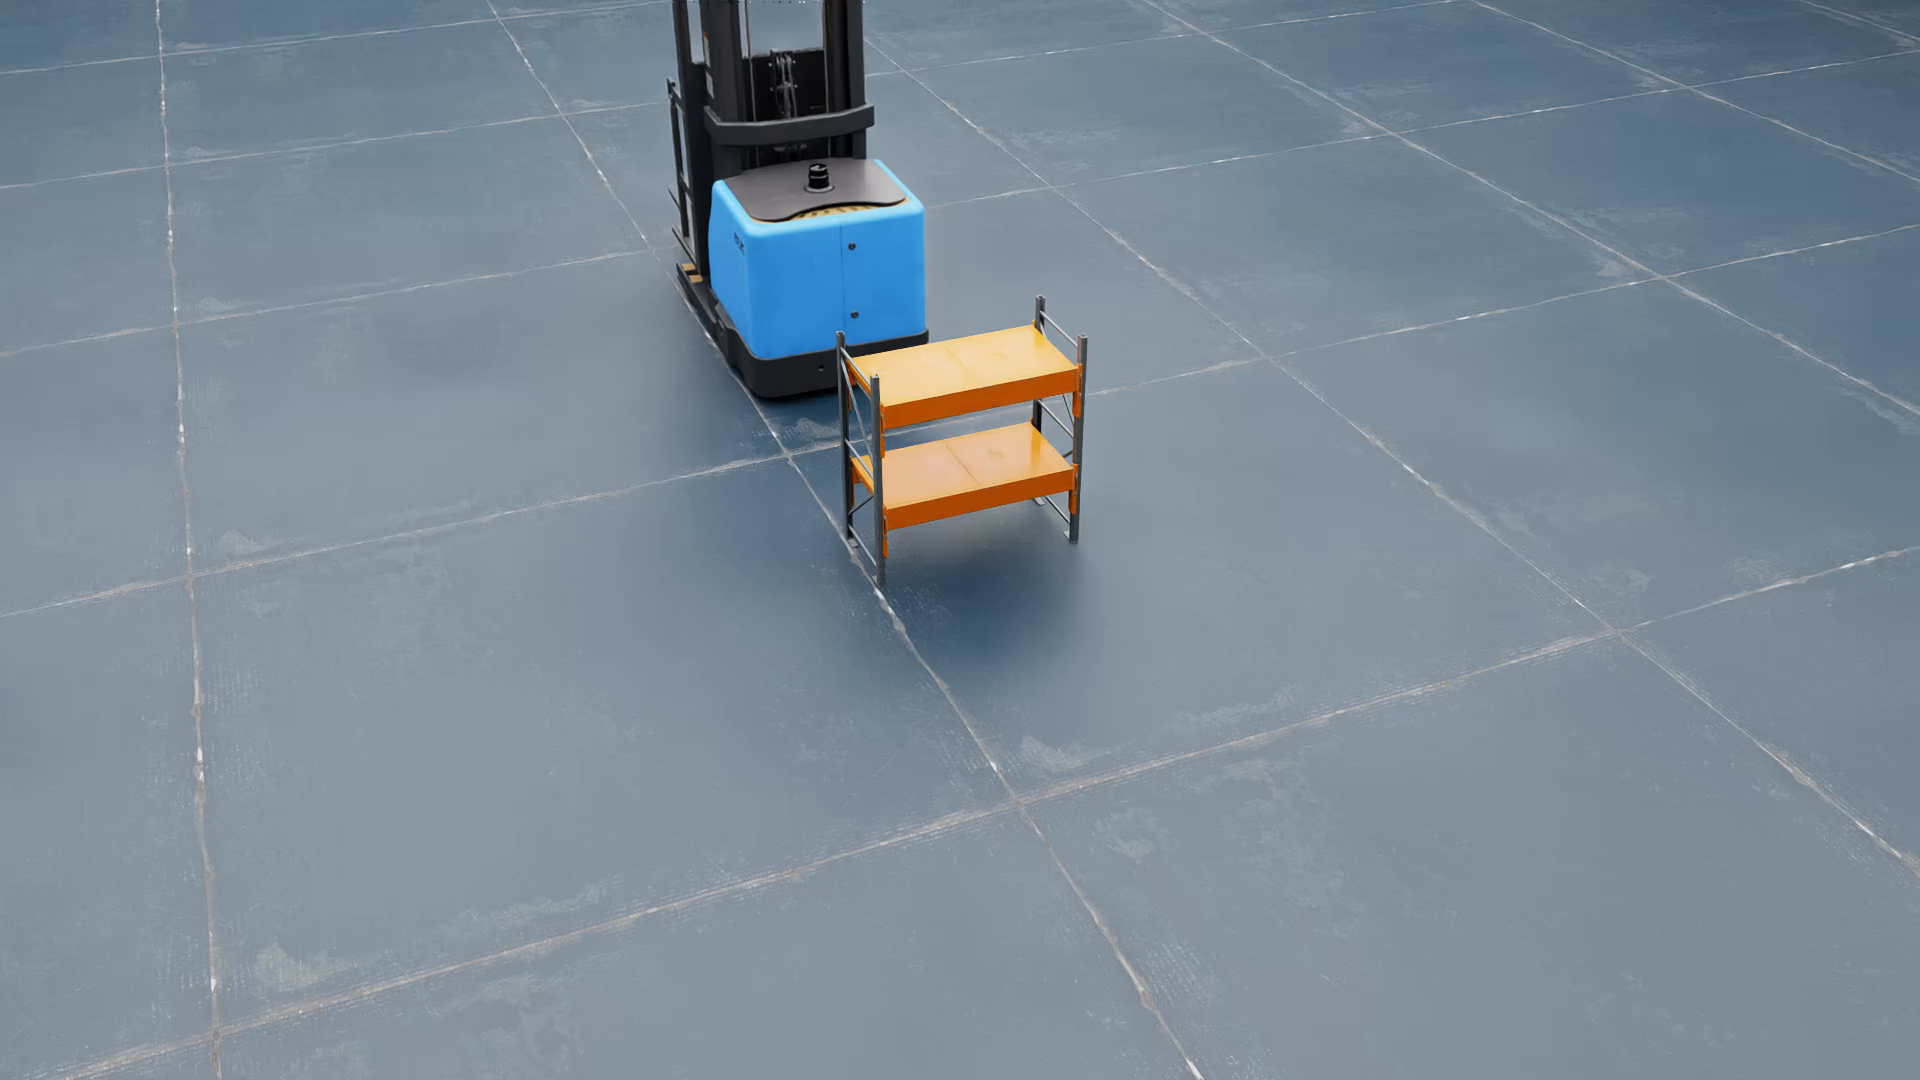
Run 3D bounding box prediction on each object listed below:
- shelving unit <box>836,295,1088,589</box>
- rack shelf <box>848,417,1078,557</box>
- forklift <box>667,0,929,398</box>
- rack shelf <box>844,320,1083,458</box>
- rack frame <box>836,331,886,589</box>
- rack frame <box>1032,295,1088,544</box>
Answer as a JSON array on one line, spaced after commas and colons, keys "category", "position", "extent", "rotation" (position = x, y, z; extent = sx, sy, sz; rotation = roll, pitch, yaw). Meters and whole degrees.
[{"category": "shelving unit", "position": [0.006, -0.473, 7.945], "extent": [1.048, 1.125, 0.538], "rotation": [-13, 35, -19]}, {"category": "rack shelf", "position": [0.006, -0.268, 8.079], "extent": [1.000, 0.278, 0.538], "rotation": [-13, 35, -19]}, {"category": "forklift", "position": [-1.183, -2.824, 9.902], "extent": [1.130, 2.935, 3.031], "rotation": [-12, 35, -18]}, {"category": "rack shelf", "position": [0.006, -0.718, 7.786], "extent": [1.000, 0.278, 0.538], "rotation": [-13, 35, -19]}, {"category": "rack frame", "position": [-0.462, -0.366, 7.780], "extent": [0.032, 1.125, 0.500], "rotation": [-13, 35, -19]}, {"category": "rack frame", "position": [0.475, -0.580, 8.110], "extent": [0.032, 1.125, 0.500], "rotation": [-13, 35, -19]}]
